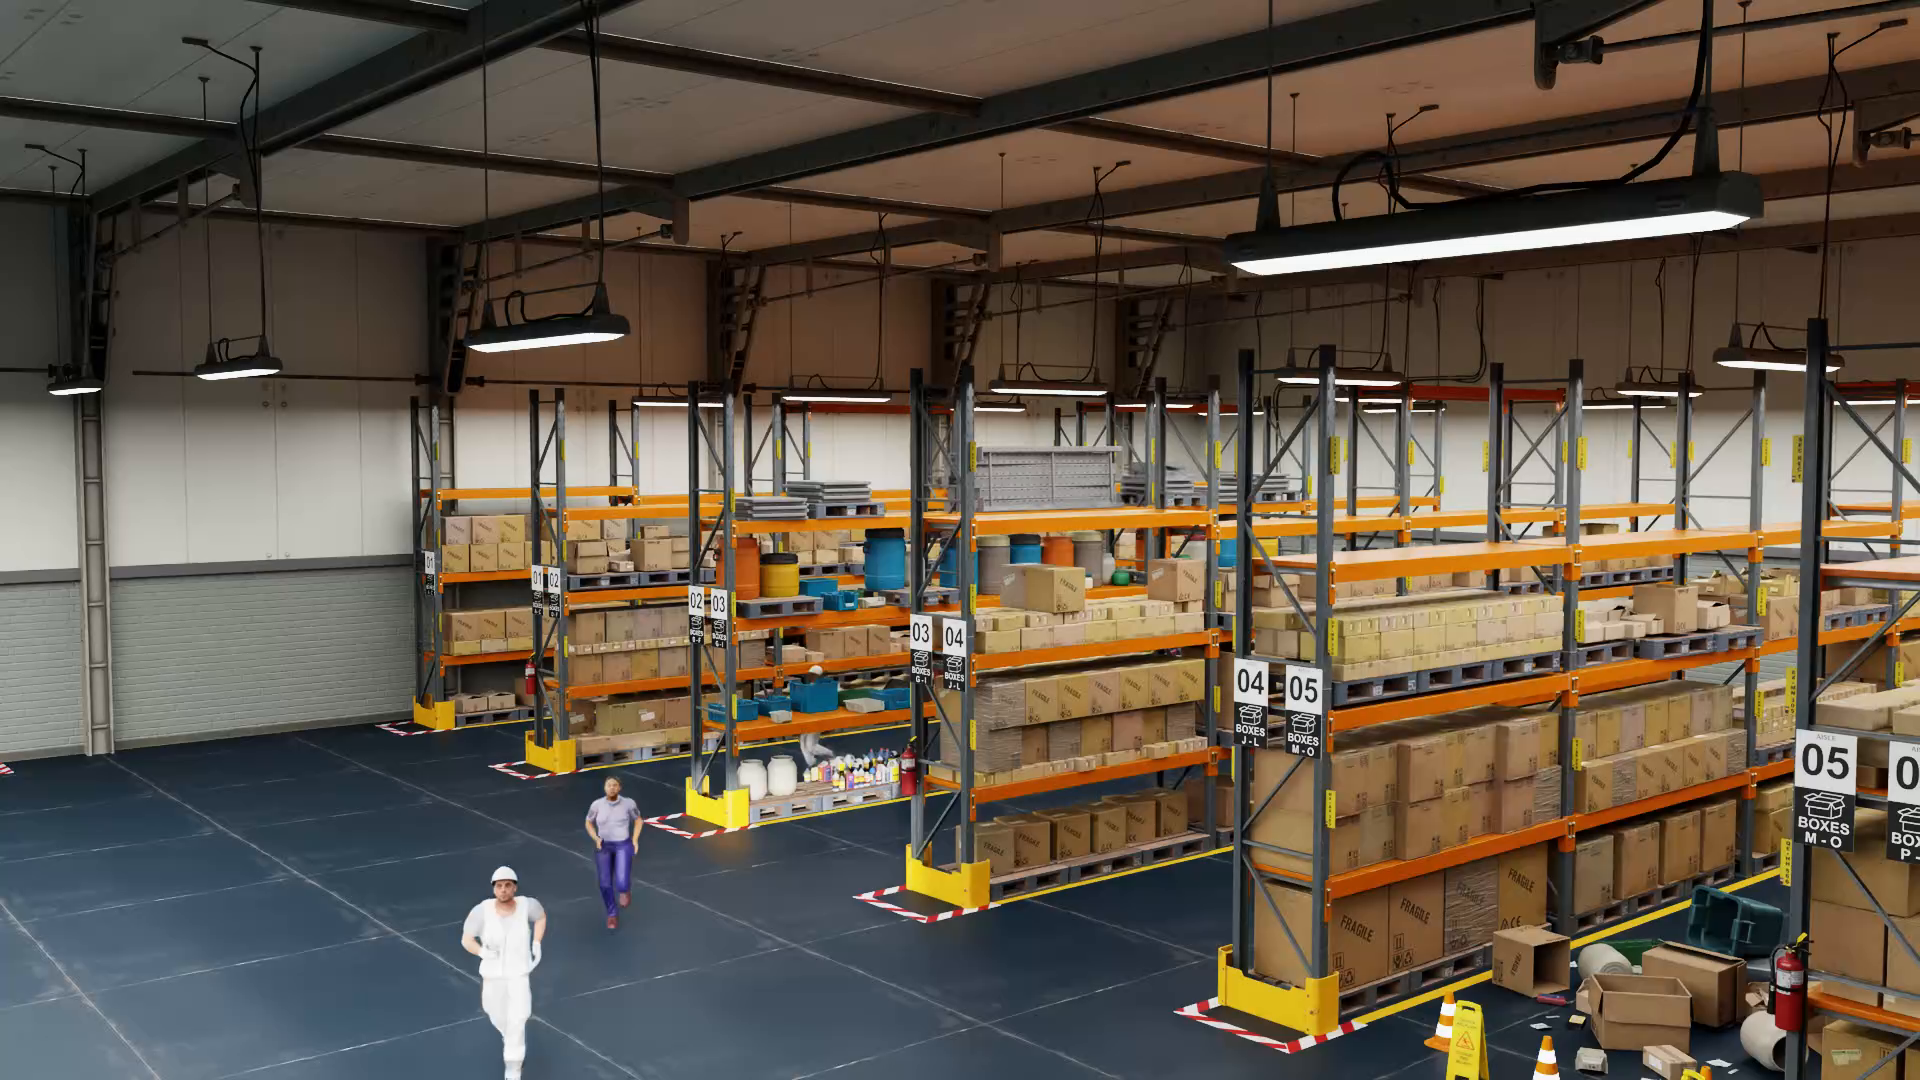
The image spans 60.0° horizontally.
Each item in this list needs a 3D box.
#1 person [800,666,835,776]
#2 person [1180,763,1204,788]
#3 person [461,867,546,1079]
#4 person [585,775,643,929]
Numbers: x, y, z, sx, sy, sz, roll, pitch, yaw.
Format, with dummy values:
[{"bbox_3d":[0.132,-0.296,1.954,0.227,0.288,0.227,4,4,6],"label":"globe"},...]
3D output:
[{"bbox_3d":[-2.240,2.793,25.642,0.696,1.716,0.605,3,5,44],"label":"person"},{"bbox_3d":[3.514,2.854,25.006,0.536,1.740,0.828,2,4,36],"label":"person"},{"bbox_3d":[-3.648,3.493,13.288,0.621,1.818,1.088,0,3,-6],"label":"person"},{"bbox_3d":[-3.714,3.323,17.837,0.609,1.609,0.534,0,3,-8],"label":"person"}]
